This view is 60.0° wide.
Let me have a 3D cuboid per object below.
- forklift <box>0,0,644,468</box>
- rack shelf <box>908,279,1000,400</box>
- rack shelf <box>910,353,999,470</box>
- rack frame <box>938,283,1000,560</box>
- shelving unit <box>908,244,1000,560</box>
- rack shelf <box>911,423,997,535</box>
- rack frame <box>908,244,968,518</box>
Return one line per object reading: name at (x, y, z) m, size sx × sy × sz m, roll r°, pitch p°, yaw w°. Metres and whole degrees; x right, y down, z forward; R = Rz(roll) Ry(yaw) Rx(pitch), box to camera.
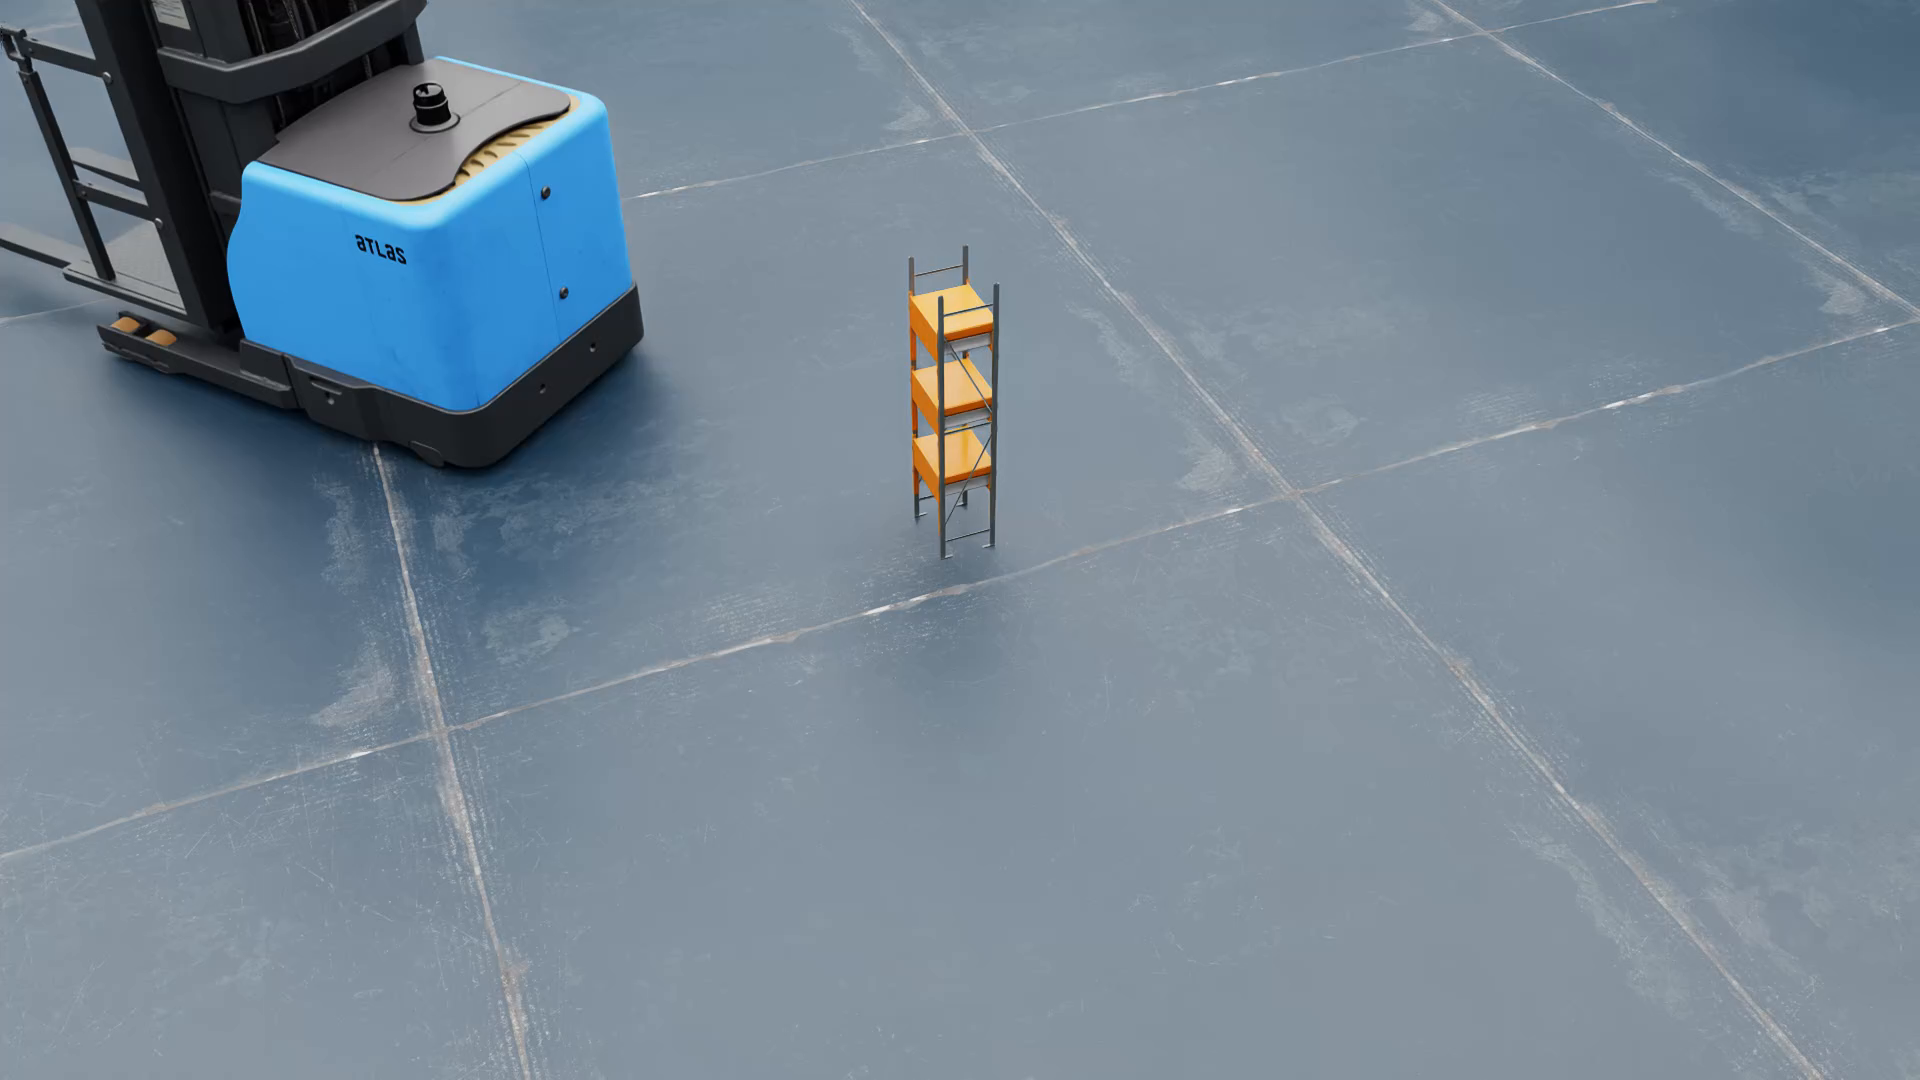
forklift at (-2.800, -2.049, 5.885) m, size 3.031 × 2.935 × 1.130 m, roll 19°, pitch 44°, yaw 20°
rack shelf at (-0.020, -0.637, 5.267) m, size 0.215 × 0.259 × 0.240 m, roll -15°, pitch 43°, yaw -17°
rack shelf at (-0.020, -0.422, 5.452) m, size 0.215 × 0.259 × 0.240 m, roll -15°, pitch 43°, yaw -17°
rack frame at (0.026, -0.357, 5.360) m, size 0.200 × 1.050 × 0.008 m, roll -15°, pitch 43°, yaw -17°
shelving unit at (-0.020, -0.430, 5.445) m, size 0.215 × 1.050 × 0.252 m, roll -15°, pitch 43°, yaw -17°
rack shelf at (-0.020, -0.212, 5.633) m, size 0.215 × 0.259 × 0.240 m, roll -15°, pitch 43°, yaw -17°
rack frame at (-0.067, -0.504, 5.531) m, size 0.200 × 1.050 × 0.008 m, roll -15°, pitch 43°, yaw -17°
